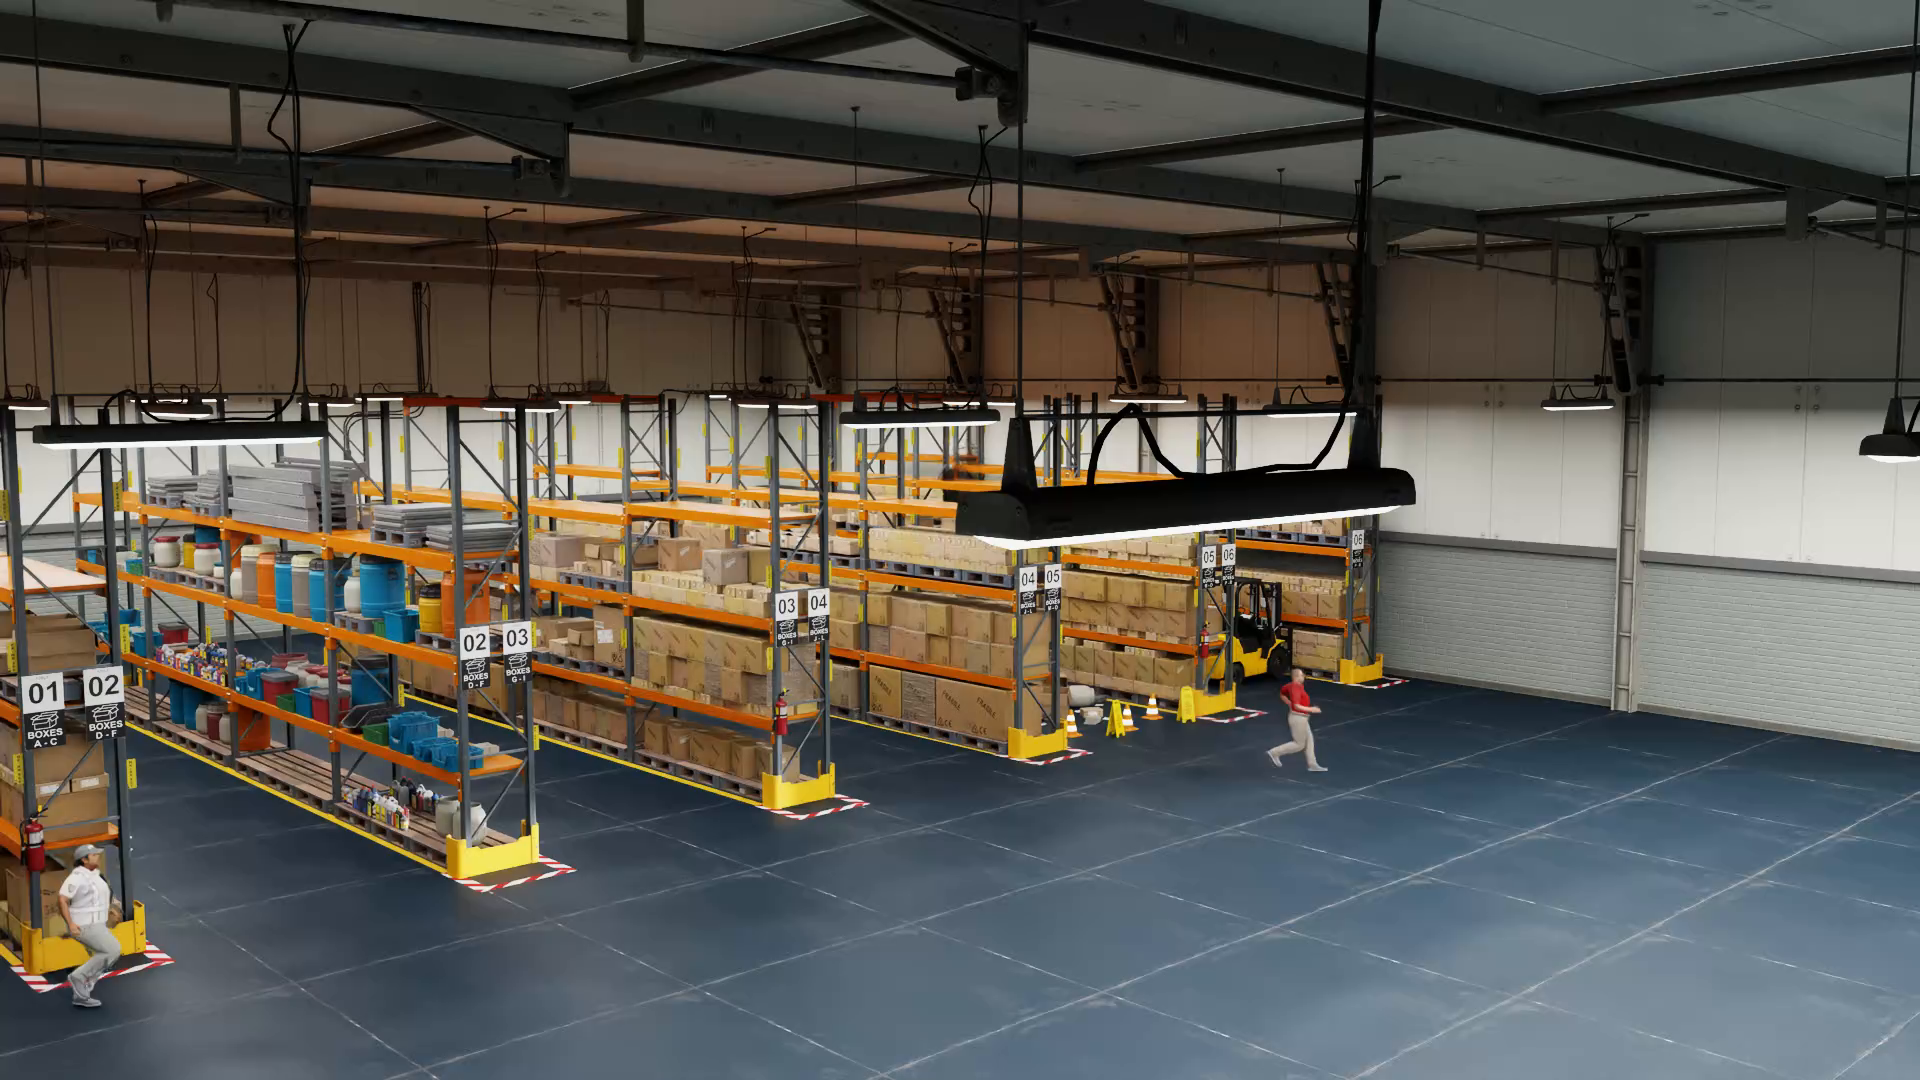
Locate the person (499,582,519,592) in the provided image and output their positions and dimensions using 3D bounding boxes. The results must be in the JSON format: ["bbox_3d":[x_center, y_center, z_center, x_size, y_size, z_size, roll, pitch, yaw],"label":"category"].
[{"bbox_3d":[-10.921,1.635,39.903,0.677,1.670,0.918,3,6,25],"label":"person"}]

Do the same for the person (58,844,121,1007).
[{"bbox_3d":[-8.808,3.901,16.945,0.536,1.597,0.638,-1,6,-11],"label":"person"}]

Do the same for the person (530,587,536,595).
[{"bbox_3d":[-10.569,1.575,40.809,1.092,1.626,0.751,-2,6,-18],"label":"person"}]

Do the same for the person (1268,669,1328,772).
[{"bbox_3d":[5.440,2.901,26.704,0.979,1.693,0.678,0,6,3],"label":"person"}]
